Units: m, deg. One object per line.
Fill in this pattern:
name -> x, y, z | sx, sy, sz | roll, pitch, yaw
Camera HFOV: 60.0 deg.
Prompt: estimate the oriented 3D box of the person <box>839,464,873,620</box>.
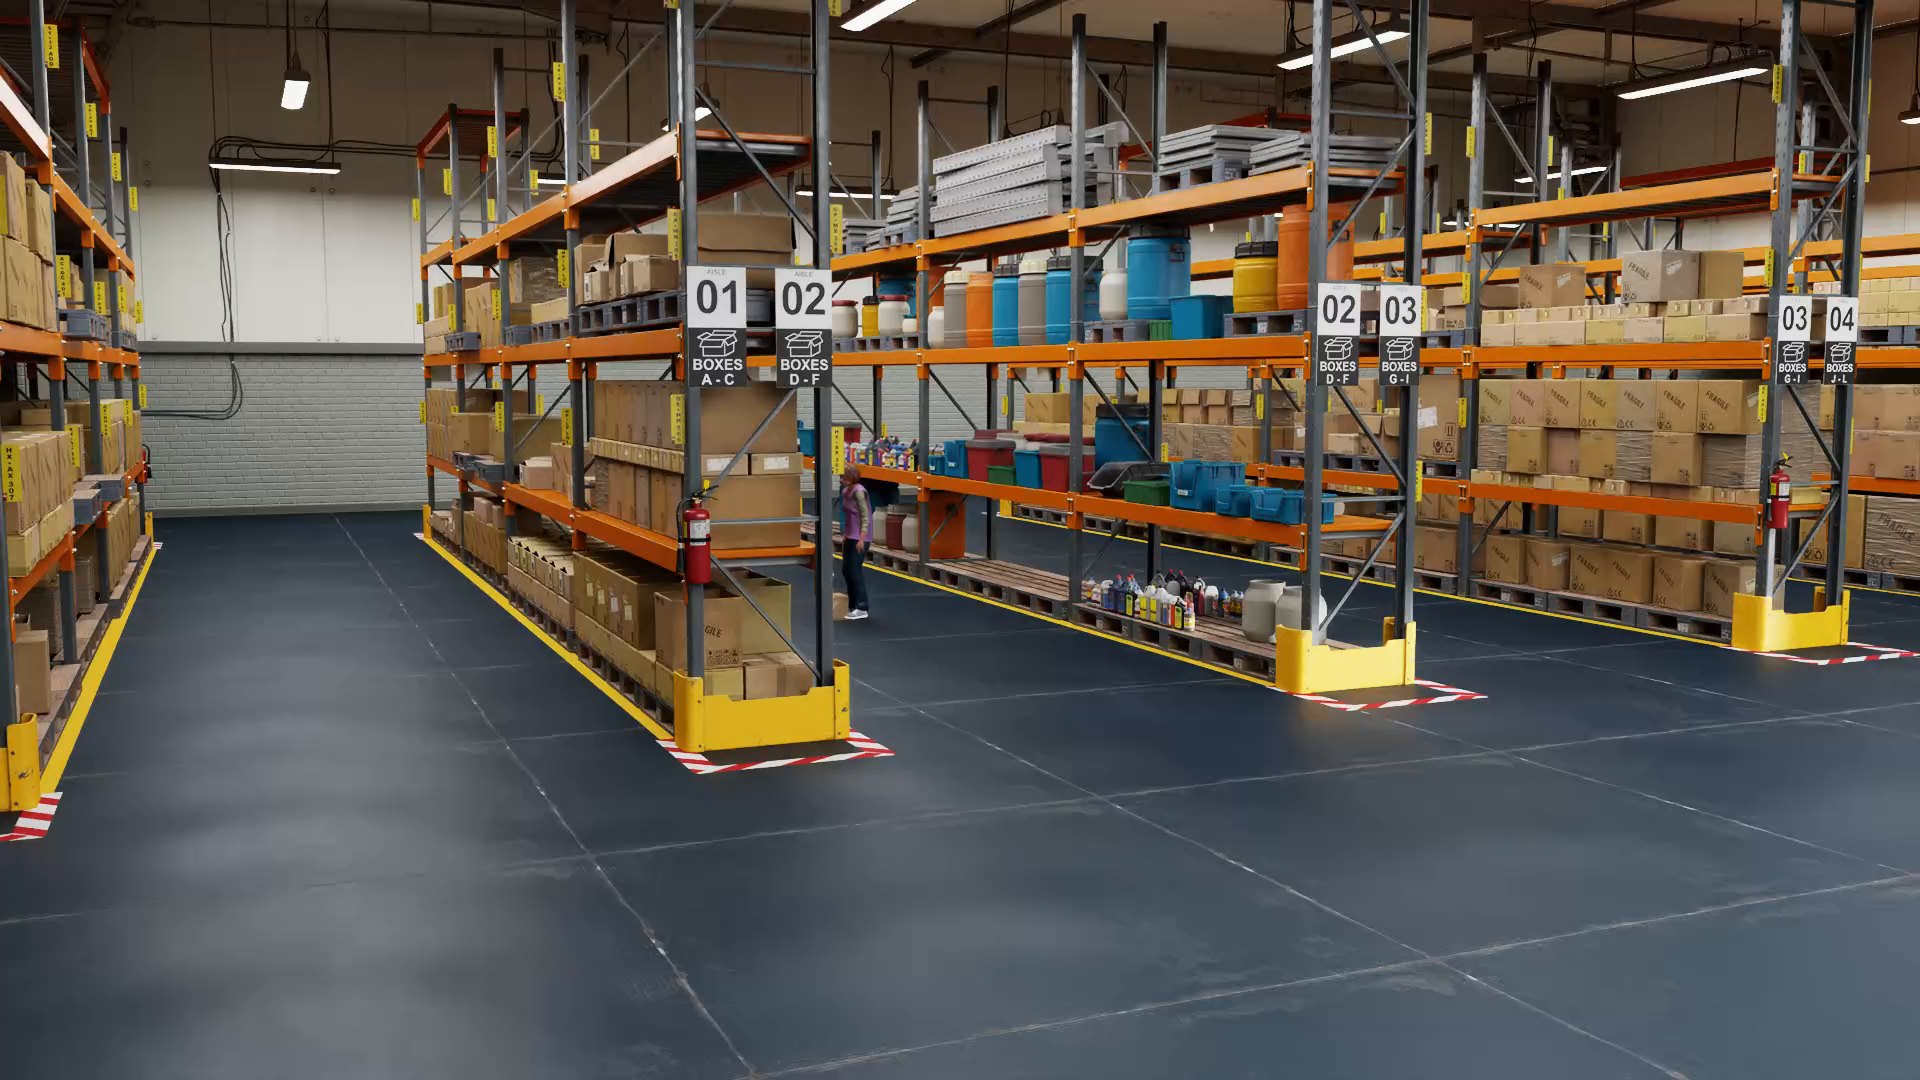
person -> -1.085, 0.032, 17.127 | 0.346, 1.546, 0.475 | -3, 6, -27
